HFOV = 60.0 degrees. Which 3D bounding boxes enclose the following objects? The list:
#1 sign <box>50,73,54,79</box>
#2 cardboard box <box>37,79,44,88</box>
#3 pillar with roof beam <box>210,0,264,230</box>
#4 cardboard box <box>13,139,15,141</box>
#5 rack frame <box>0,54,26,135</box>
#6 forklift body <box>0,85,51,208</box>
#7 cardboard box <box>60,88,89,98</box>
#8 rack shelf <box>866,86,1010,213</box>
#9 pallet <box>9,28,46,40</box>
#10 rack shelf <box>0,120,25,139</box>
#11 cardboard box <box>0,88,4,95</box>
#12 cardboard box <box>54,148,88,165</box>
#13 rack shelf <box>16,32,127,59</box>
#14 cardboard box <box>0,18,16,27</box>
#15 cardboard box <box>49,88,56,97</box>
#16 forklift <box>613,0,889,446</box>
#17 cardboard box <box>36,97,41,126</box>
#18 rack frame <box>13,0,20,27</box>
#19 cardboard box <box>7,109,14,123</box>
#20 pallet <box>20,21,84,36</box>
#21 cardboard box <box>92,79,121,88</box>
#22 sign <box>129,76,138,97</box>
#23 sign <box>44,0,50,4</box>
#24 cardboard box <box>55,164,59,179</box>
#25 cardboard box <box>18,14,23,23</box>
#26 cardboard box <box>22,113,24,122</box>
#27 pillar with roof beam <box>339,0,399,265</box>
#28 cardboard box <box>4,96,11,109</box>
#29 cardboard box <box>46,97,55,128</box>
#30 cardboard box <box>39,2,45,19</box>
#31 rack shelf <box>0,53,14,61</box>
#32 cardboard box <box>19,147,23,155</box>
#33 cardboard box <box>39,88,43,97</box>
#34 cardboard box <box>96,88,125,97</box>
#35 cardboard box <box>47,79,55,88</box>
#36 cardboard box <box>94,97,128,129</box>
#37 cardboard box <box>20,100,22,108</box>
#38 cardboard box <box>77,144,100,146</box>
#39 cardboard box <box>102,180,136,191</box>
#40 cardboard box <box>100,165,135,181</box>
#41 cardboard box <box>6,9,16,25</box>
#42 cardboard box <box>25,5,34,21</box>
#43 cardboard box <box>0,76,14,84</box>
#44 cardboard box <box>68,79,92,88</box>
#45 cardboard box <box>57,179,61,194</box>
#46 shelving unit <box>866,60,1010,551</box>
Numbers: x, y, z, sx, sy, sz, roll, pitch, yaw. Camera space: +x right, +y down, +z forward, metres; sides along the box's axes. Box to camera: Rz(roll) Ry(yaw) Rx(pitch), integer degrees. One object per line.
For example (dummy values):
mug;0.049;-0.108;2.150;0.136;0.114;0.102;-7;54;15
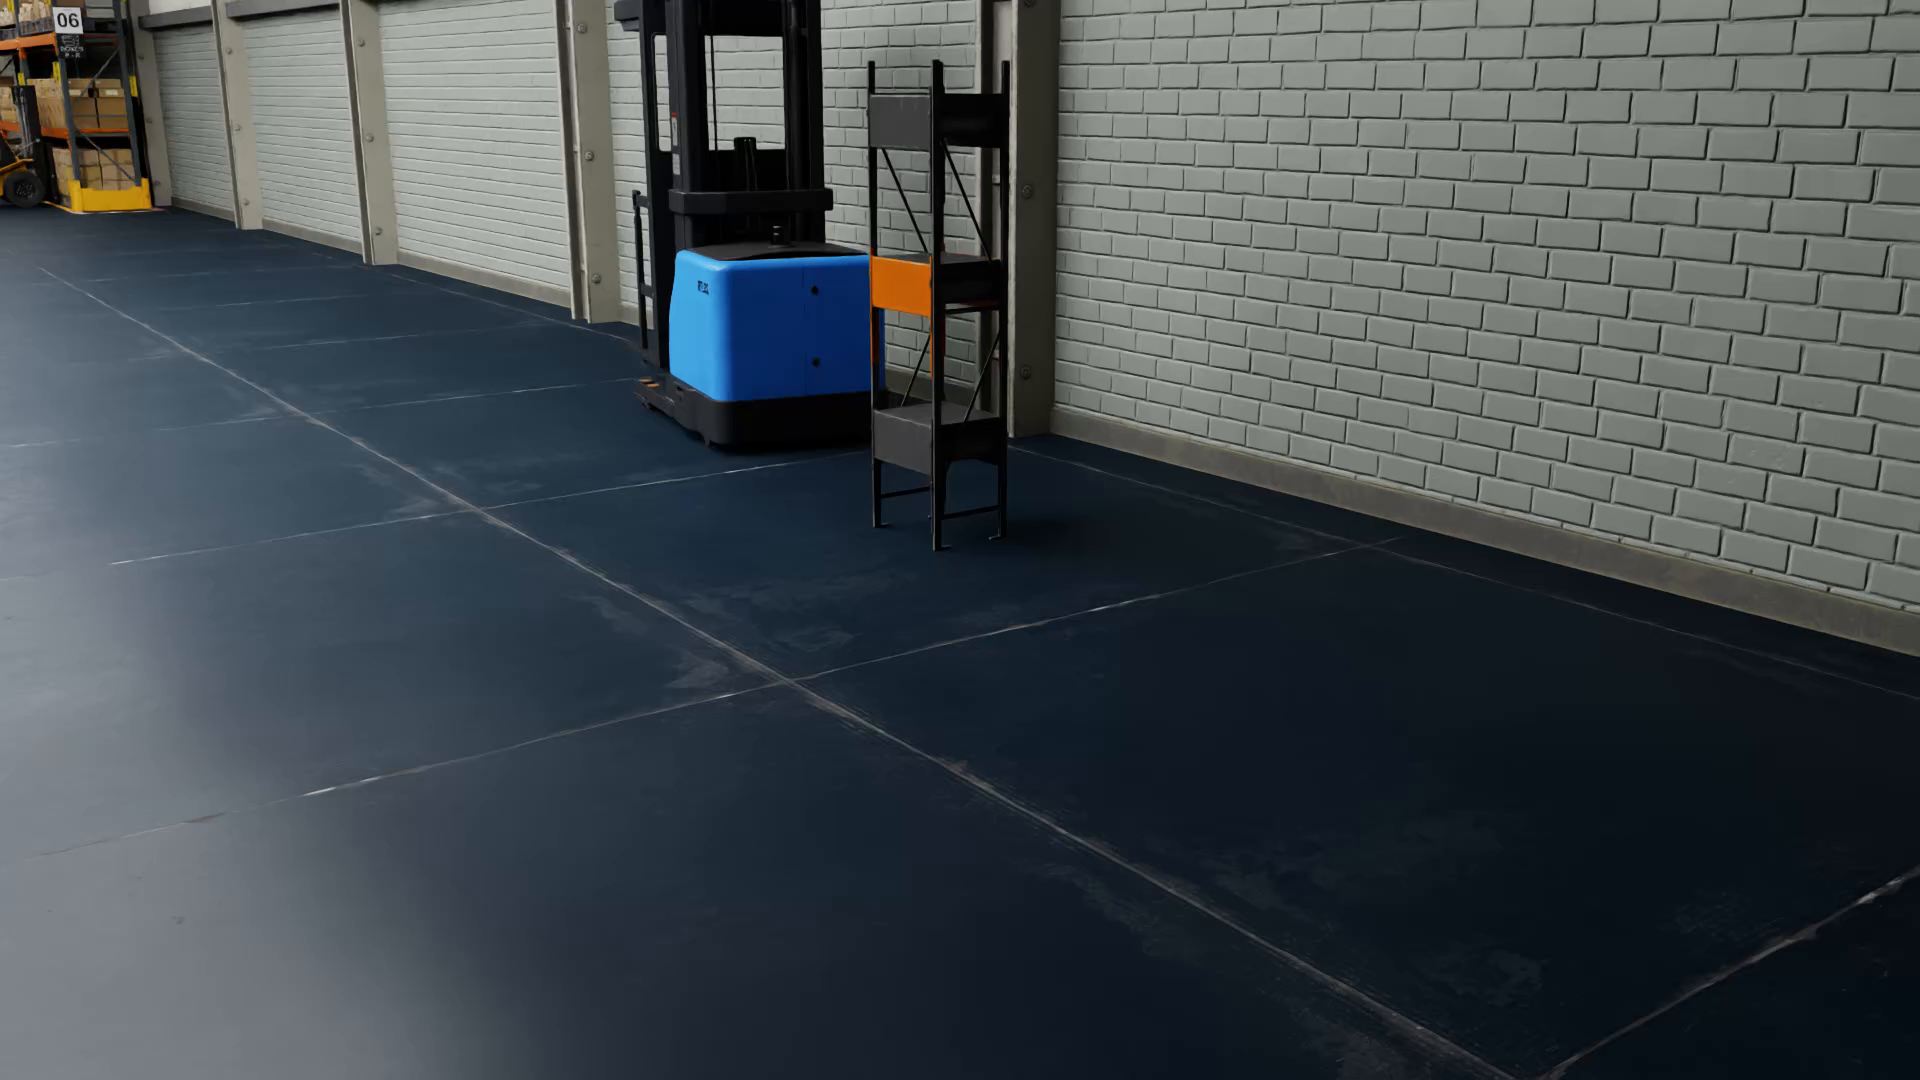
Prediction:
sign;-18.364;-9.301;33.685;0.100;0.325;0.005;-11;19;-35
cardboard box;-15.885;-7.975;29.052;0.380;0.149;0.250;-11;19;-35
pillar with roof beam;-13.742;-8.181;20.419;9.100;9.000;0.400;-11;19;-35
cardboard box;-20.554;-8.731;36.504;0.380;0.149;0.250;-11;19;-35
rack frame;-21.163;-9.510;36.641;1.000;3.000;0.127;-11;19;-35
forklift body;-16.698;-6.660;27.836;2.313;2.155;1.214;-11;19;-35
cardboard box;-14.537;-7.339;27.292;0.380;0.149;0.250;-11;19;-34
rack shelf;-0.097;-1.710;7.247;0.431;0.518;0.480;-11;19;-35
pallet;-16.988;-9.343;30.710;0.805;0.209;1.217;-12;19;-37
rack shelf;-17.635;-7.882;32.055;1.077;0.370;4.000;-11;19;-35
cardboard box;-18.704;-8.847;32.798;0.380;0.149;0.250;-10;18;-33
cardboard box;-14.935;-6.464;28.032;0.500;0.250;0.500;-10;18;-34
rack shelf;-15.283;-8.475;28.538;1.077;0.370;4.000;-11;19;-35
cardboard box;-17.804;-9.731;31.256;0.380;0.149;0.250;-11;19;-35
cardboard box;-15.146;-7.559;28.093;0.380;0.149;0.250;-12;19;-36
forklift;-1.475;-2.289;10.389;1.130;2.935;3.031;-7;17;-23
cardboard box;-16.089;-7.606;29.495;0.500;0.500;0.500;-10;18;-34
rack frame;-16.459;-10.696;29.608;1.000;3.000;0.127;-11;19;-35
cardboard box;-18.147;-8.234;32.262;0.500;0.250;0.500;-12;19;-36
pallet;-15.936;-9.028;29.365;1.003;0.211;1.213;-11;19;-35
cardboard box;-14.132;-7.557;27.524;0.380;0.149;0.250;-11;19;-36
sign;-13.654;-7.488;27.464;0.100;0.325;0.005;-11;19;-35
sign;-14.554;-8.702;26.480;0.100;0.325;0.005;-11;19;-35
cardboard box;-15.253;-6.336;28.511;0.500;0.250;0.500;-11;19;-36
cardboard box;-16.441;-9.235;29.446;0.380;0.149;0.250;-10;18;-33
cardboard box;-17.267;-7.903;31.053;0.500;0.250;0.500;-11;19;-35
pillar with roof beam;-10.214;-6.899;15.738;9.100;9.000;0.400;-11;19;-35
cardboard box;-18.161;-8.471;32.180;0.500;0.250;0.500;-11;19;-36
cardboard box;-15.208;-7.282;28.310;0.500;0.500;0.500;-11;19;-36
cardboard box;-14.989;-8.765;27.504;0.396;0.266;0.258;-11;19;-34
rack shelf;-22.339;-11.037;37.901;1.077;0.370;4.000;-11;19;-35
cardboard box;-17.668;-7.296;32.254;0.875;0.625;0.625;-12;19;-37
cardboard box;-15.755;-7.776;28.888;0.380;0.149;0.250;-12;19;-36
cardboard box;-14.097;-7.422;27.592;0.380;0.149;0.250;-11;19;-36
cardboard box;-15.163;-7.699;28.041;0.380;0.149;0.250;-10;18;-33
cardboard box;-14.174;-7.145;27.810;0.500;0.500;0.500;-10;18;-33
cardboard box;-17.263;-8.145;30.989;0.500;0.250;0.500;-11;19;-36
cardboard box;-15.703;-6.980;29.914;0.500;0.250;0.500;-11;19;-35
cardboard box;-14.238;-5.959;28.081;0.500;0.250;0.500;-11;19;-34
cardboard box;-14.215;-6.198;28.005;0.500;0.250;0.500;-10;18;-34
cardboard box;-17.081;-9.573;30.373;0.500;0.311;0.500;-12;19;-36
cardboard box;-15.832;-9.071;28.623;0.396;0.266;0.258;-11;19;-36
cardboard box;-21.823;-10.302;37.836;0.500;0.500;0.500;-11;19;-36
cardboard box;-14.488;-7.496;27.301;0.380;0.149;0.250;-11;19;-34
cardboard box;-15.210;-6.091;28.563;0.500;0.250;0.500;-11;19;-34
shelving unit;-0.097;-1.048;7.428;0.431;2.100;0.503;-11;19;-35
